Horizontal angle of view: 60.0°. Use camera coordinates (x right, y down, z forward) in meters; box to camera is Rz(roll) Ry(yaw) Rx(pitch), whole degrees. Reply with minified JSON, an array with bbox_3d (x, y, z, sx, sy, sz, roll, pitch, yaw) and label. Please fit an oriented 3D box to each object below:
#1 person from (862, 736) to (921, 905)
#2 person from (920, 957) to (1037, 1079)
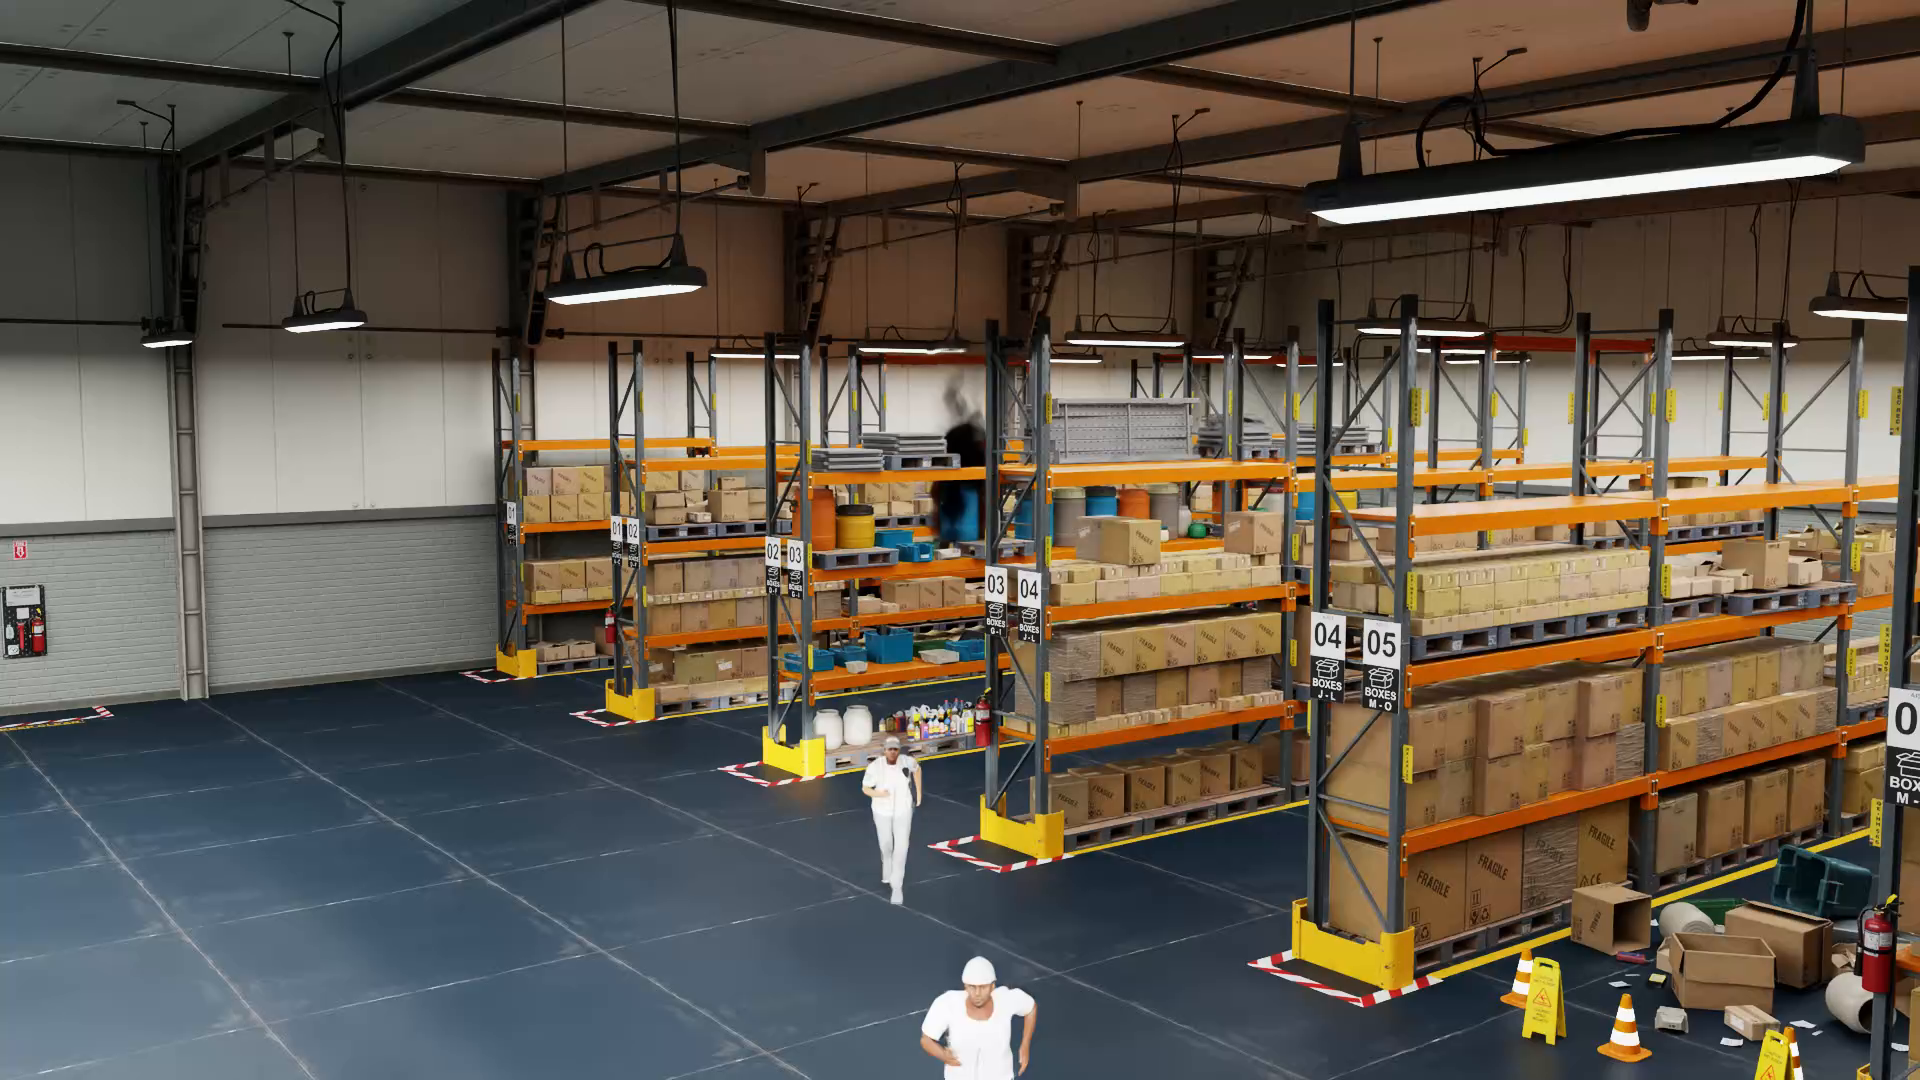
[{"bbox_3d":[-0.703,2.847,17.198,0.627,1.704,0.860,-1,5,-6],"label":"person"},{"bbox_3d":[0.121,3.398,10.388,0.694,1.774,1.006,1,5,9],"label":"person"}]
